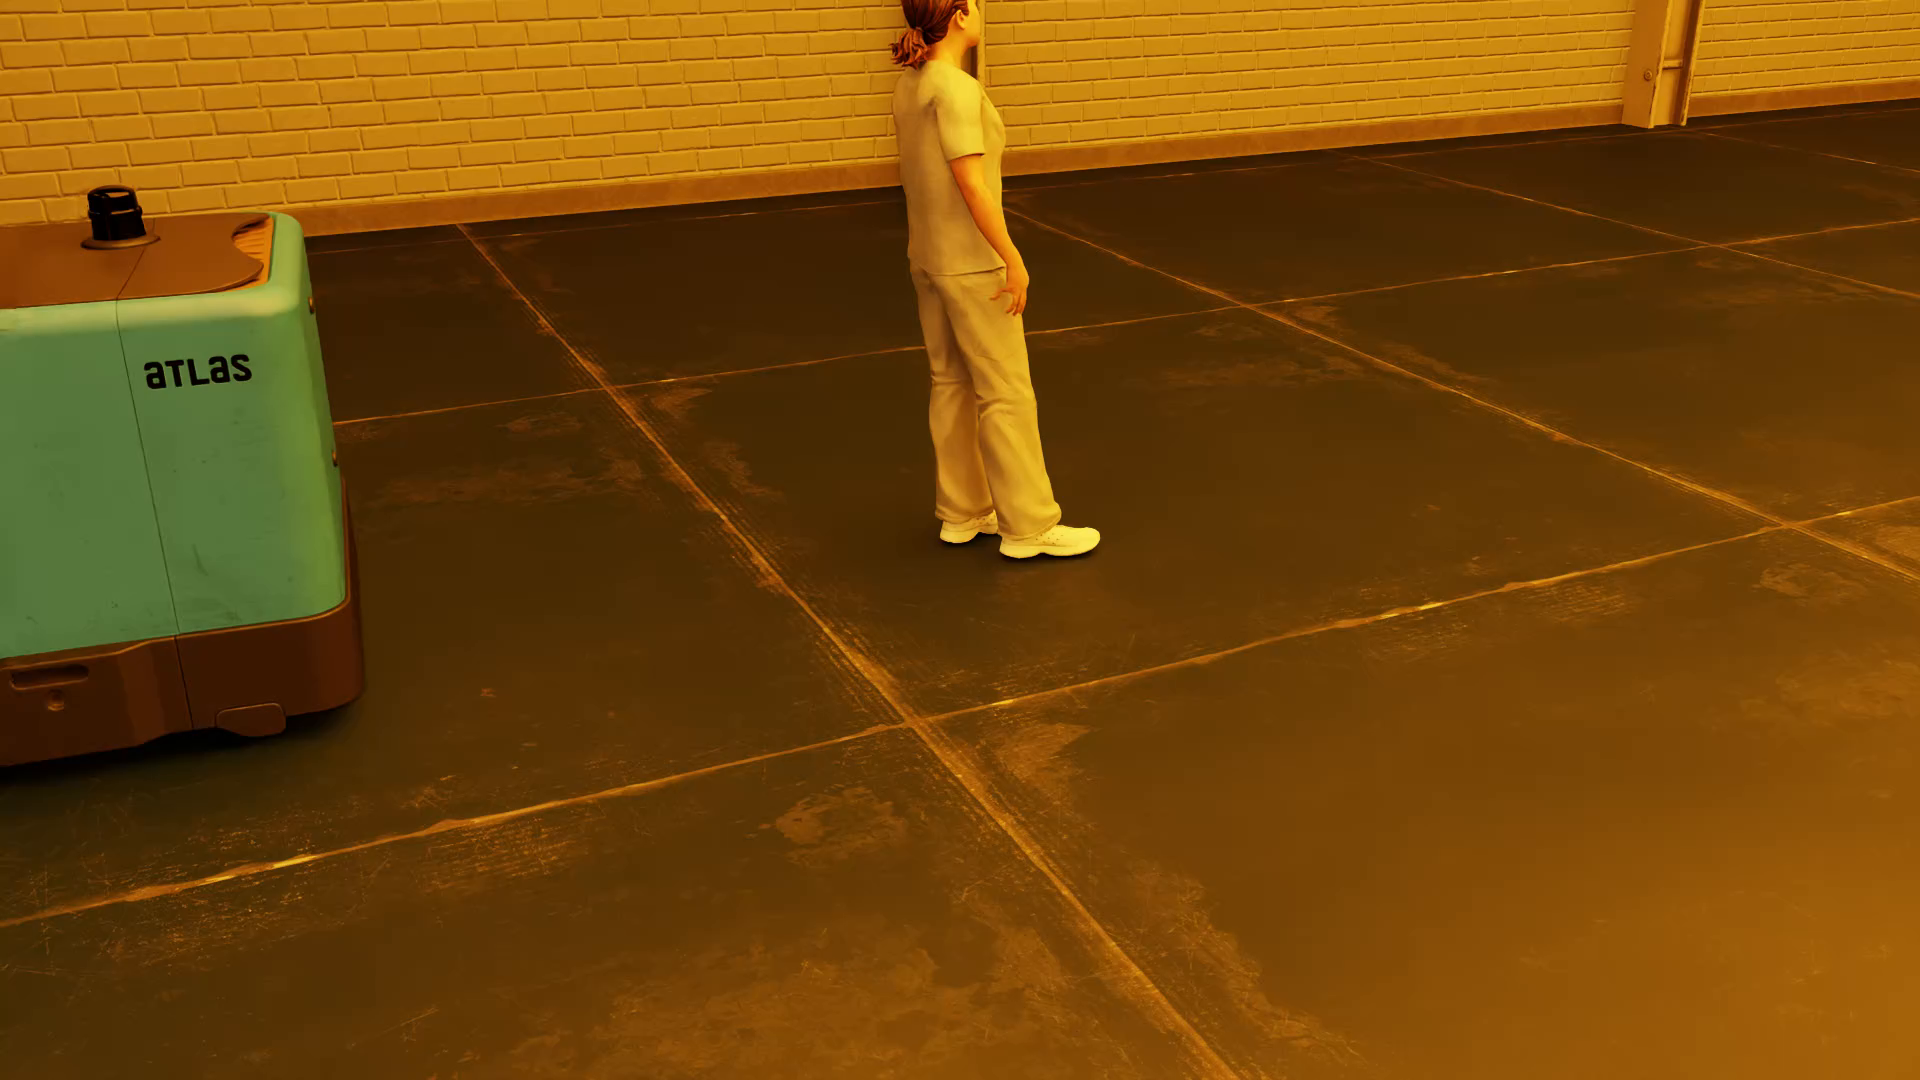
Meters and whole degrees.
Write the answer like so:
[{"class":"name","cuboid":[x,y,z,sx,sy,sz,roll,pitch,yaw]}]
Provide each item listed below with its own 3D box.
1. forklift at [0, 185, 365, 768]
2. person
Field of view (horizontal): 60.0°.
[{"class":"forklift","cuboid":[-3.022,-0.887,3.421,3.031,2.935,1.130,-8,24,-18]},{"class":"person","cuboid":[0.072,-0.783,4.802,0.549,1.665,0.549,-10,25,-23]}]
